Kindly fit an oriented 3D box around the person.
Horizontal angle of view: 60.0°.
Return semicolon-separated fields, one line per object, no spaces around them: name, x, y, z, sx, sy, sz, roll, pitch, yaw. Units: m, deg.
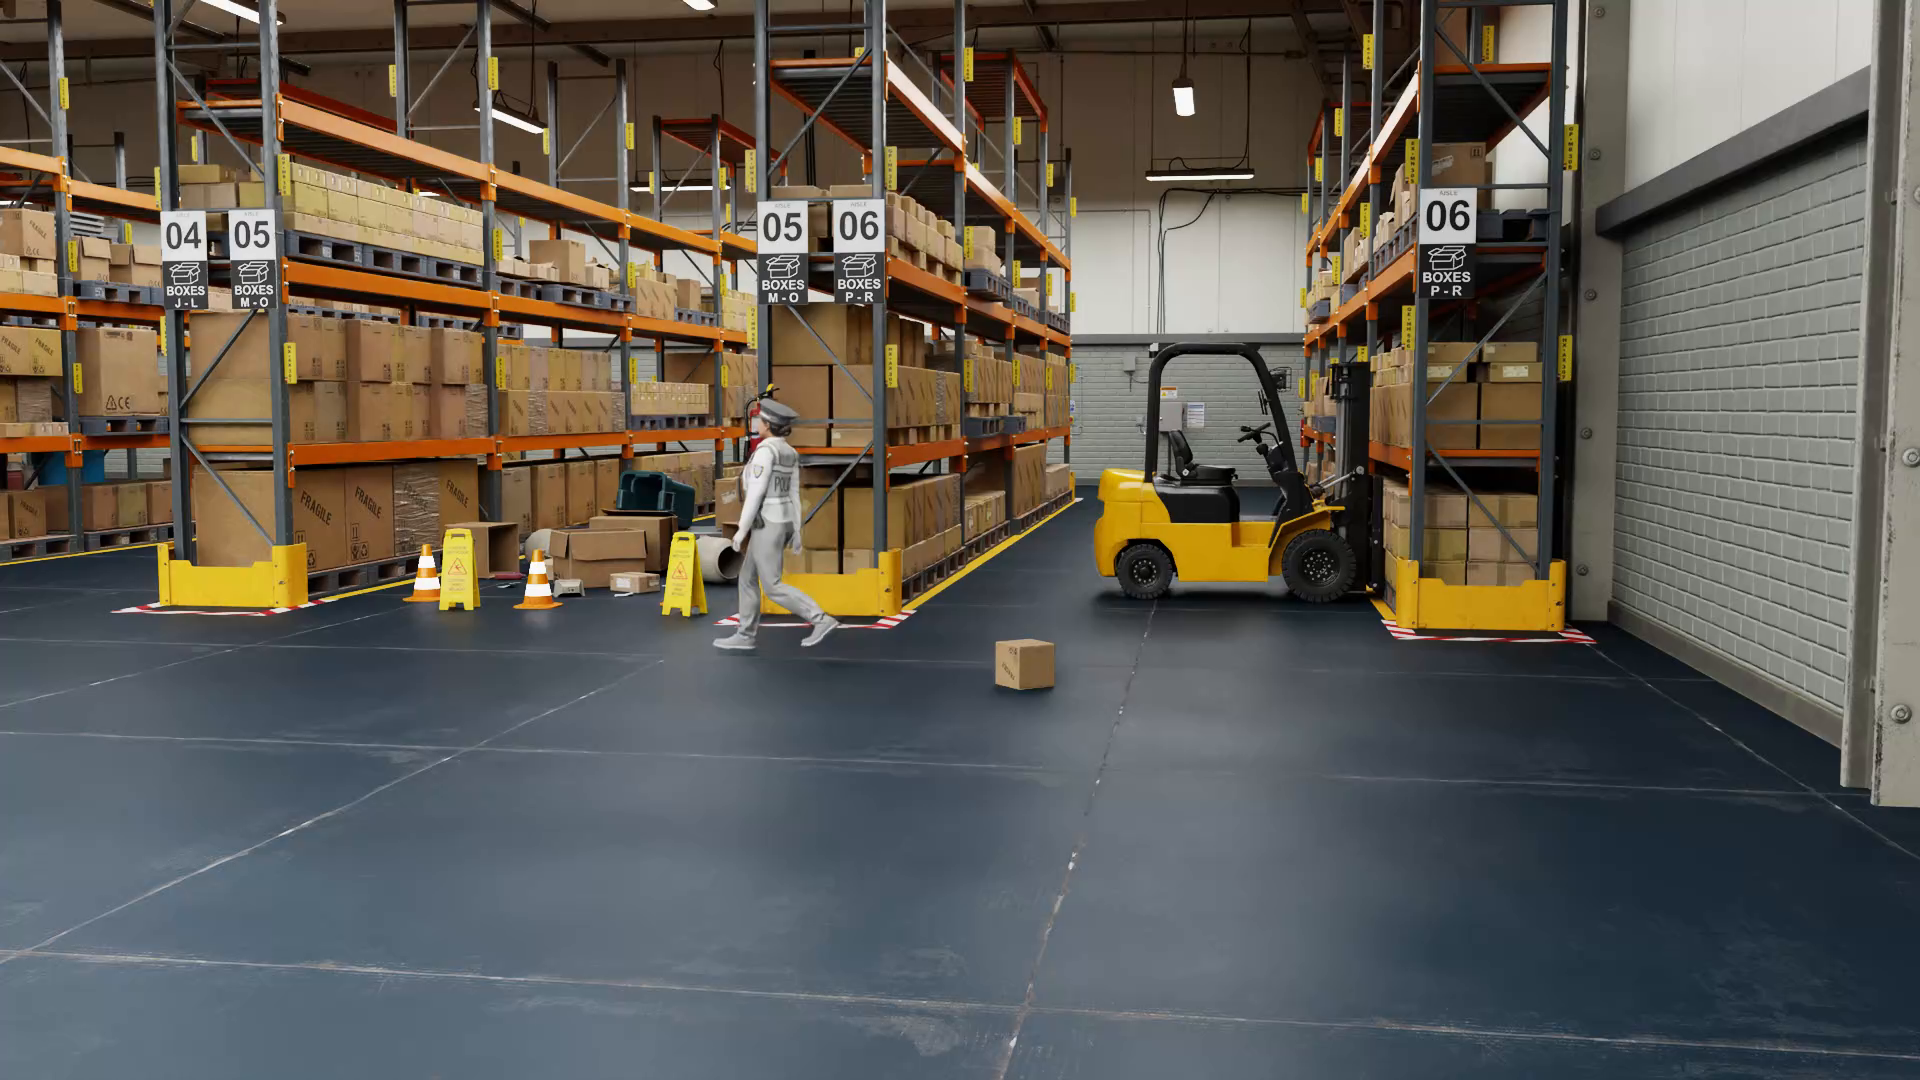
person;-1.193;-0.091;10.717;0.928;1.644;0.478;1;5;16
